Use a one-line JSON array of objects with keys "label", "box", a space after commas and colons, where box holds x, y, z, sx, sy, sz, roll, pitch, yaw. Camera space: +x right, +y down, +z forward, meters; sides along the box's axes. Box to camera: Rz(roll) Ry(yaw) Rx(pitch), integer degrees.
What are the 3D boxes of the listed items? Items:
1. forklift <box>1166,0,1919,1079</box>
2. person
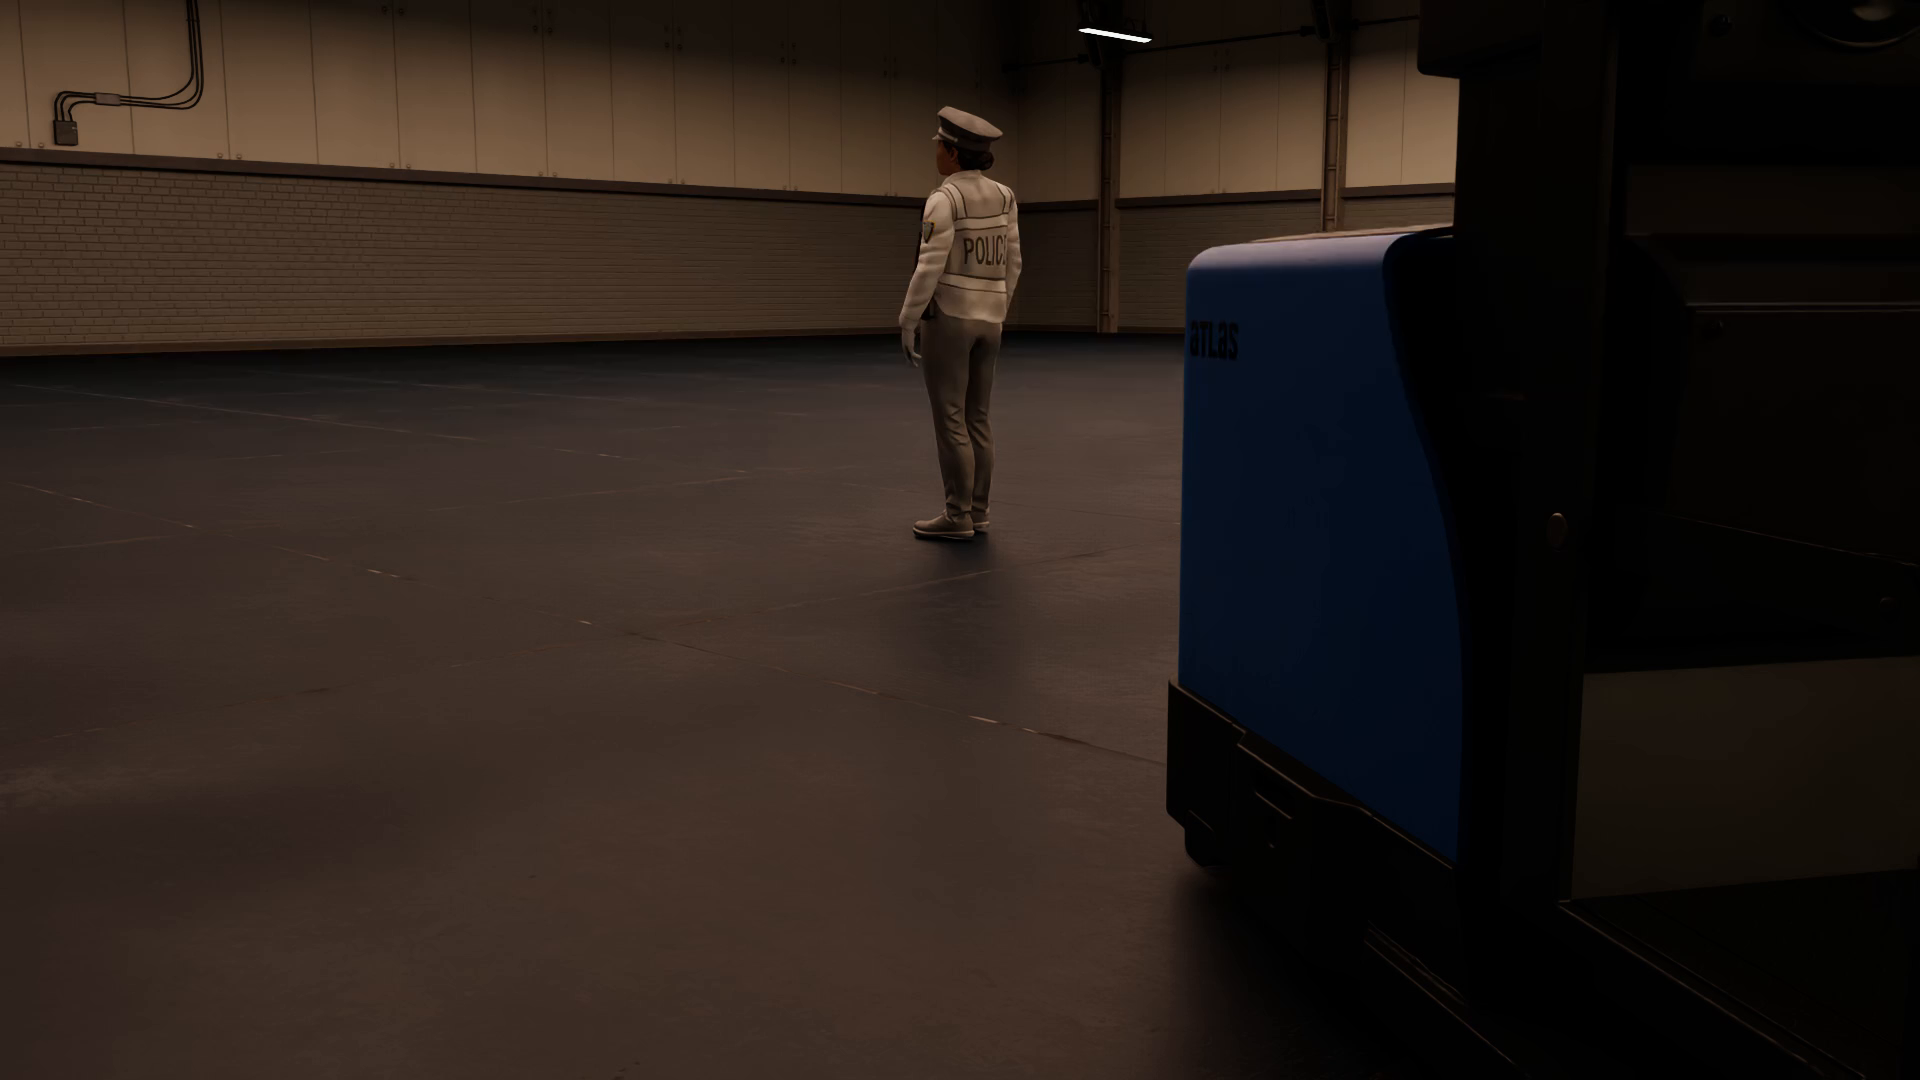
[{"label": "forklift", "box": [1.201, -0.700, 1.518, 1.130, 2.935, 3.031, -2, 9, -13]}, {"label": "person", "box": [-0.045, -0.853, 6.642, 0.531, 1.695, 0.587, 8, 12, 43]}]
